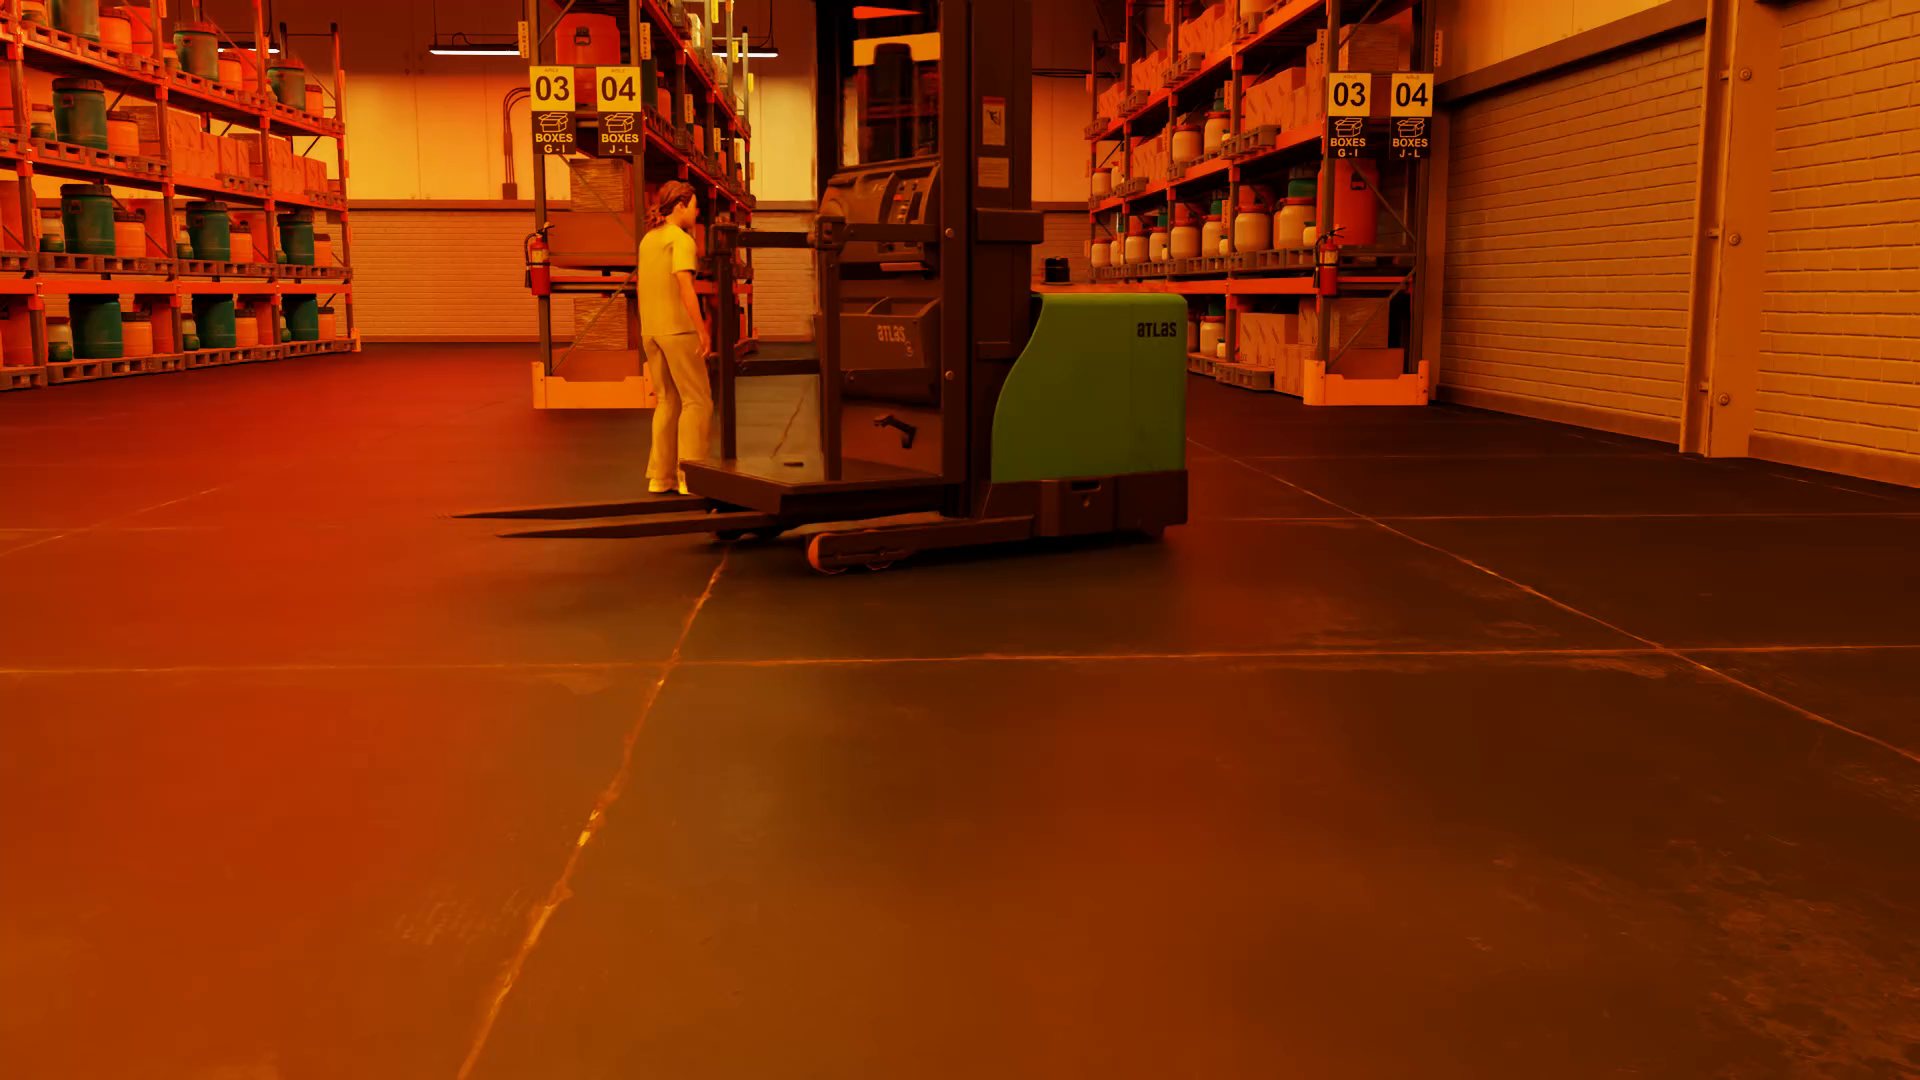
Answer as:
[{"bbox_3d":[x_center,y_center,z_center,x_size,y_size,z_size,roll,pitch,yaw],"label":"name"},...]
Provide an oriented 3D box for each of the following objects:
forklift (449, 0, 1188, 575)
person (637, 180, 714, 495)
[{"bbox_3d":[-0.521,-1.403,6.779,3.031,2.935,1.130,-5,10,-31],"label":"forklift"},{"bbox_3d":[-1.510,-1.087,8.947,0.387,1.670,0.540,-8,11,-42],"label":"person"}]
